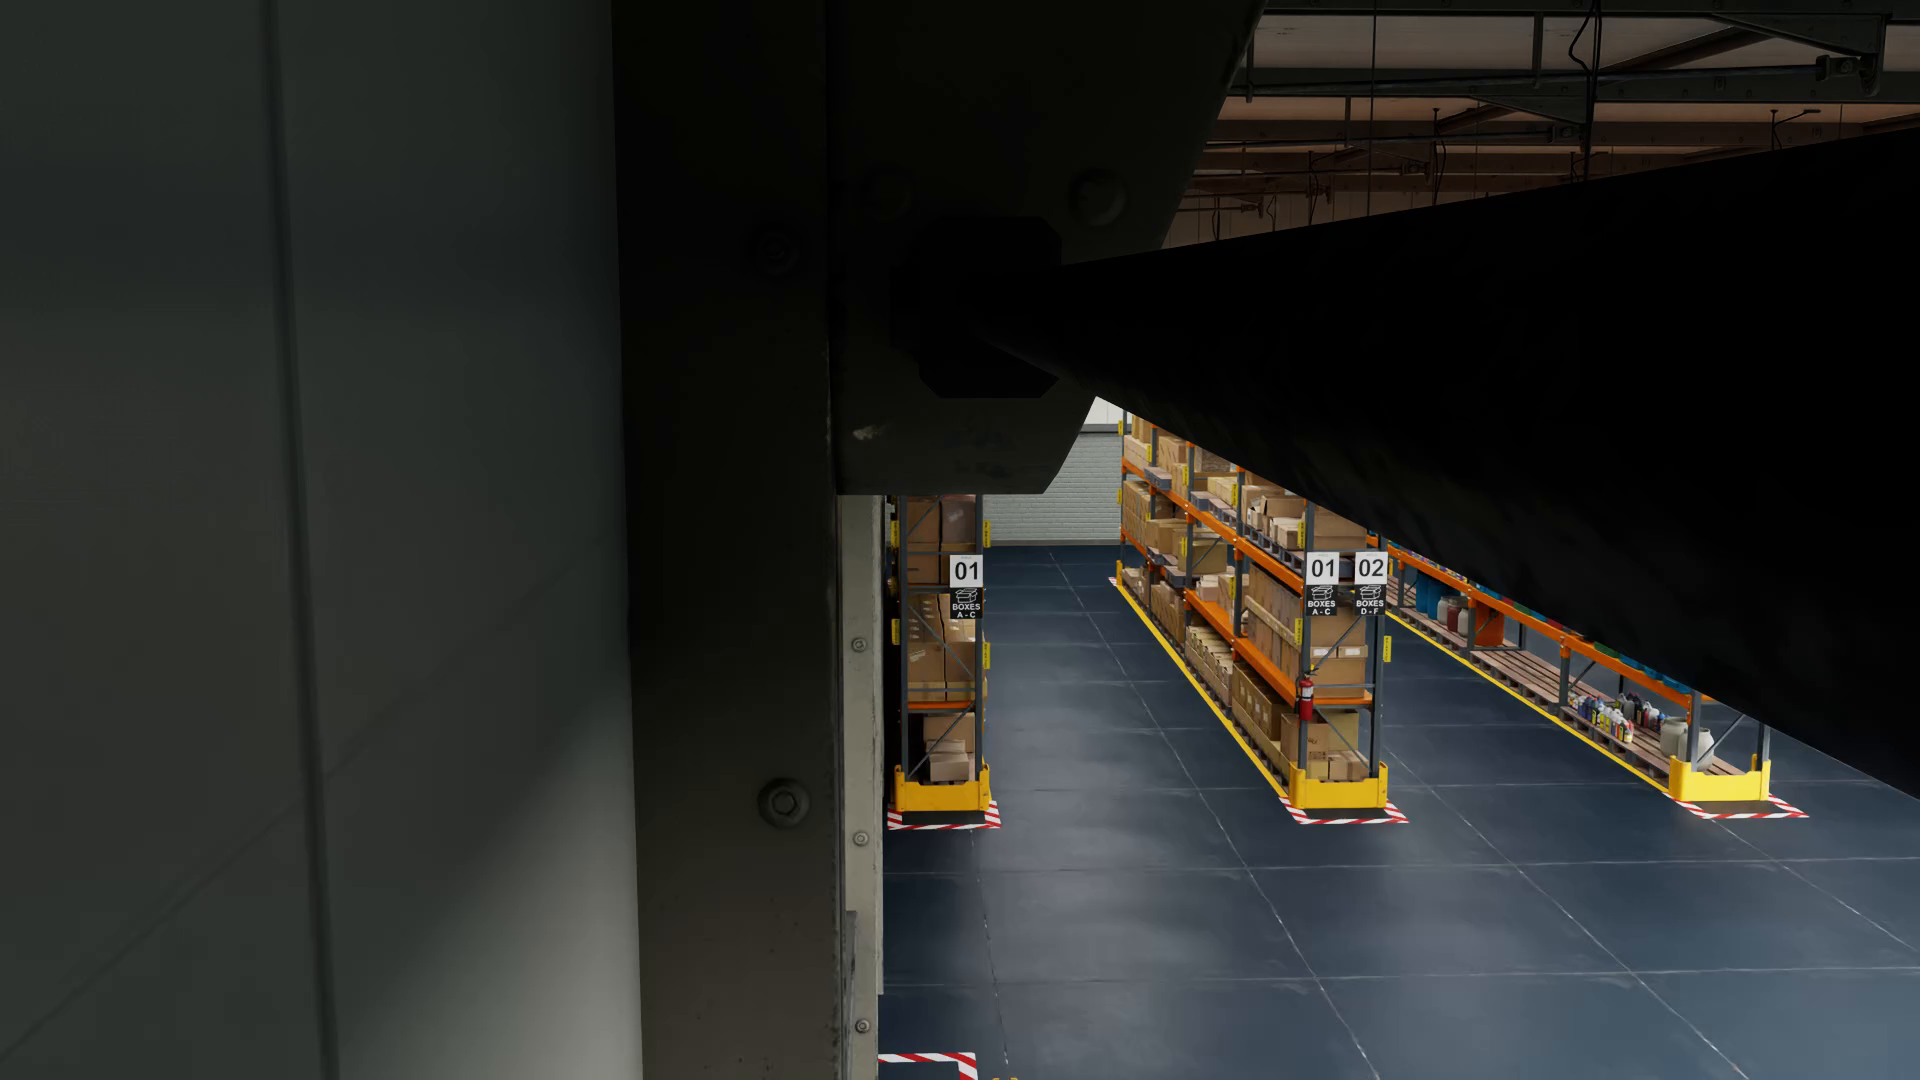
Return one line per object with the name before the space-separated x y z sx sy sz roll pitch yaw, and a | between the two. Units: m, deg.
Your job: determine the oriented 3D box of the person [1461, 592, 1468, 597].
person | 10.425 0.403 34.195 0.558 1.780 0.609 -5 10 -31
